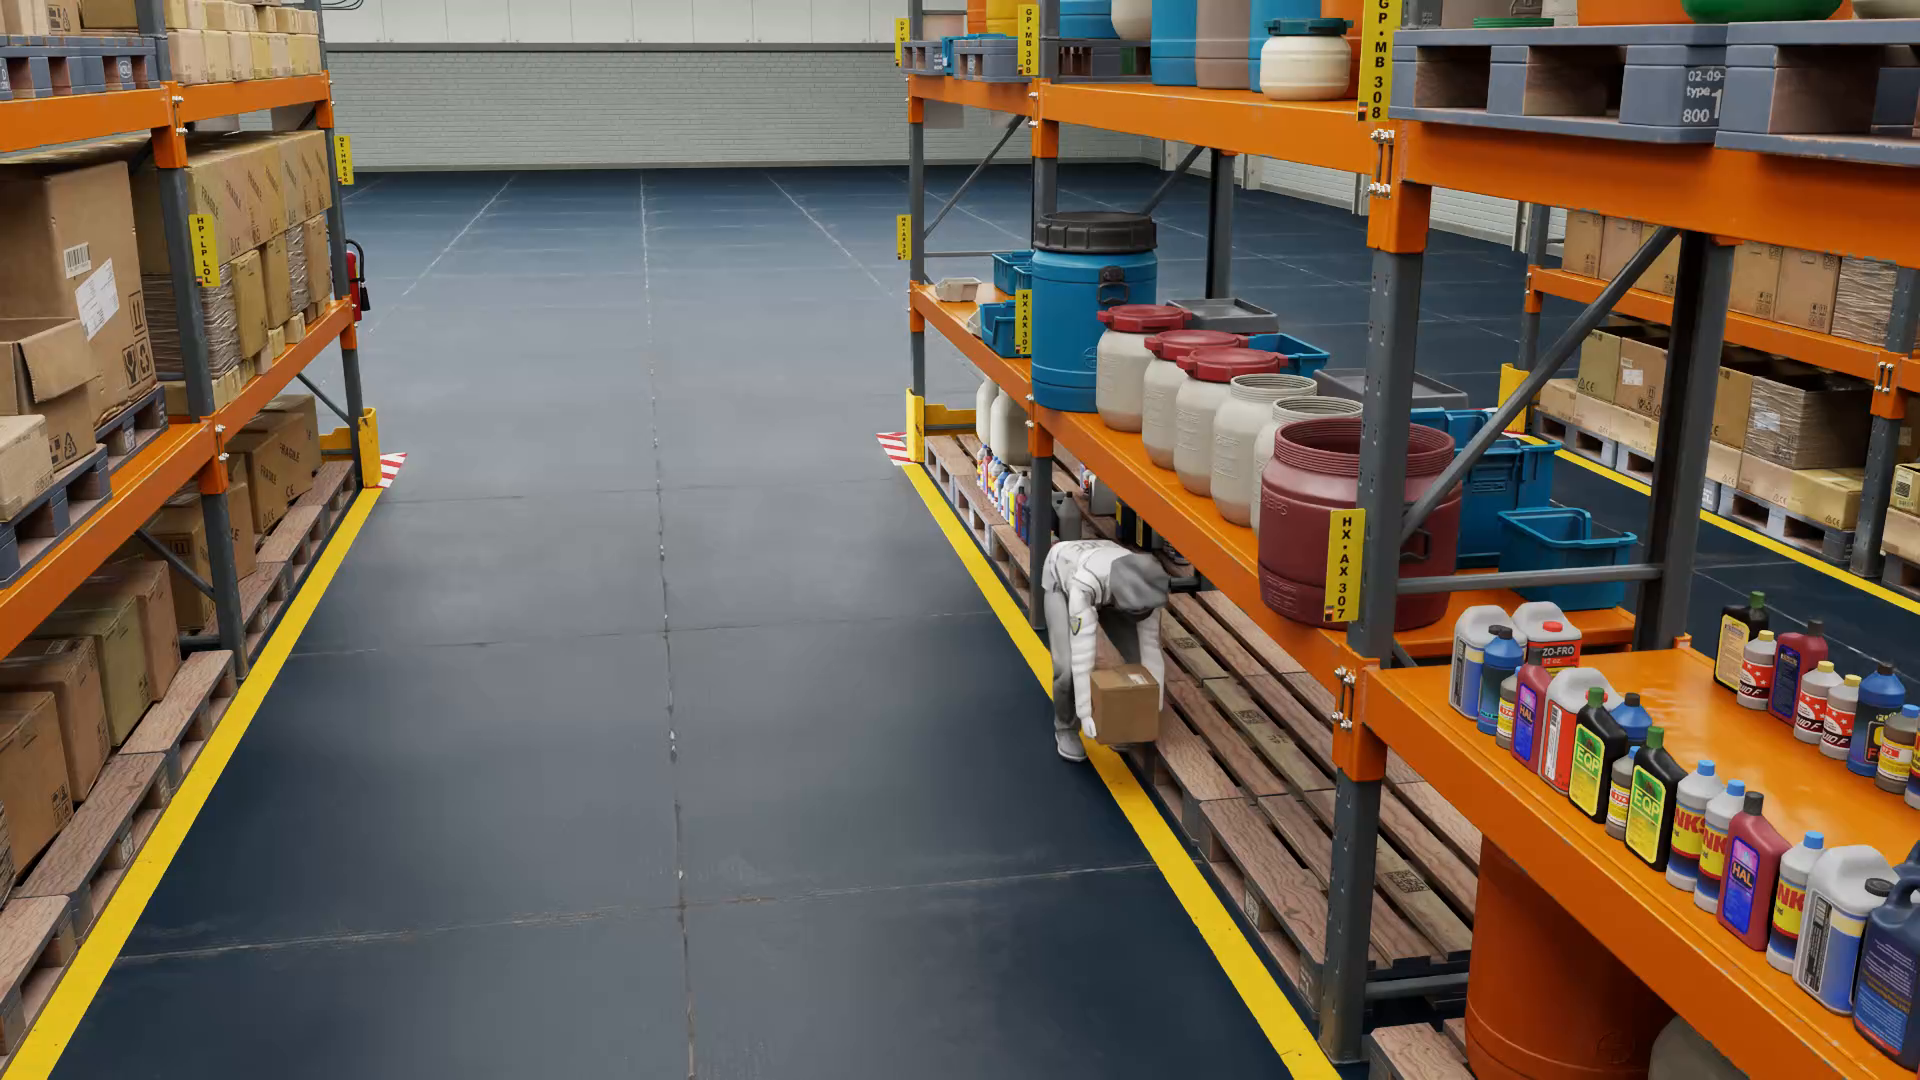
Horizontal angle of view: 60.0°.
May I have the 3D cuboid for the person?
[{"bbox_3d":[0.625,0.465,7.083,0.452,1.032,0.921,-4,17,-13],"label":"person"}]
